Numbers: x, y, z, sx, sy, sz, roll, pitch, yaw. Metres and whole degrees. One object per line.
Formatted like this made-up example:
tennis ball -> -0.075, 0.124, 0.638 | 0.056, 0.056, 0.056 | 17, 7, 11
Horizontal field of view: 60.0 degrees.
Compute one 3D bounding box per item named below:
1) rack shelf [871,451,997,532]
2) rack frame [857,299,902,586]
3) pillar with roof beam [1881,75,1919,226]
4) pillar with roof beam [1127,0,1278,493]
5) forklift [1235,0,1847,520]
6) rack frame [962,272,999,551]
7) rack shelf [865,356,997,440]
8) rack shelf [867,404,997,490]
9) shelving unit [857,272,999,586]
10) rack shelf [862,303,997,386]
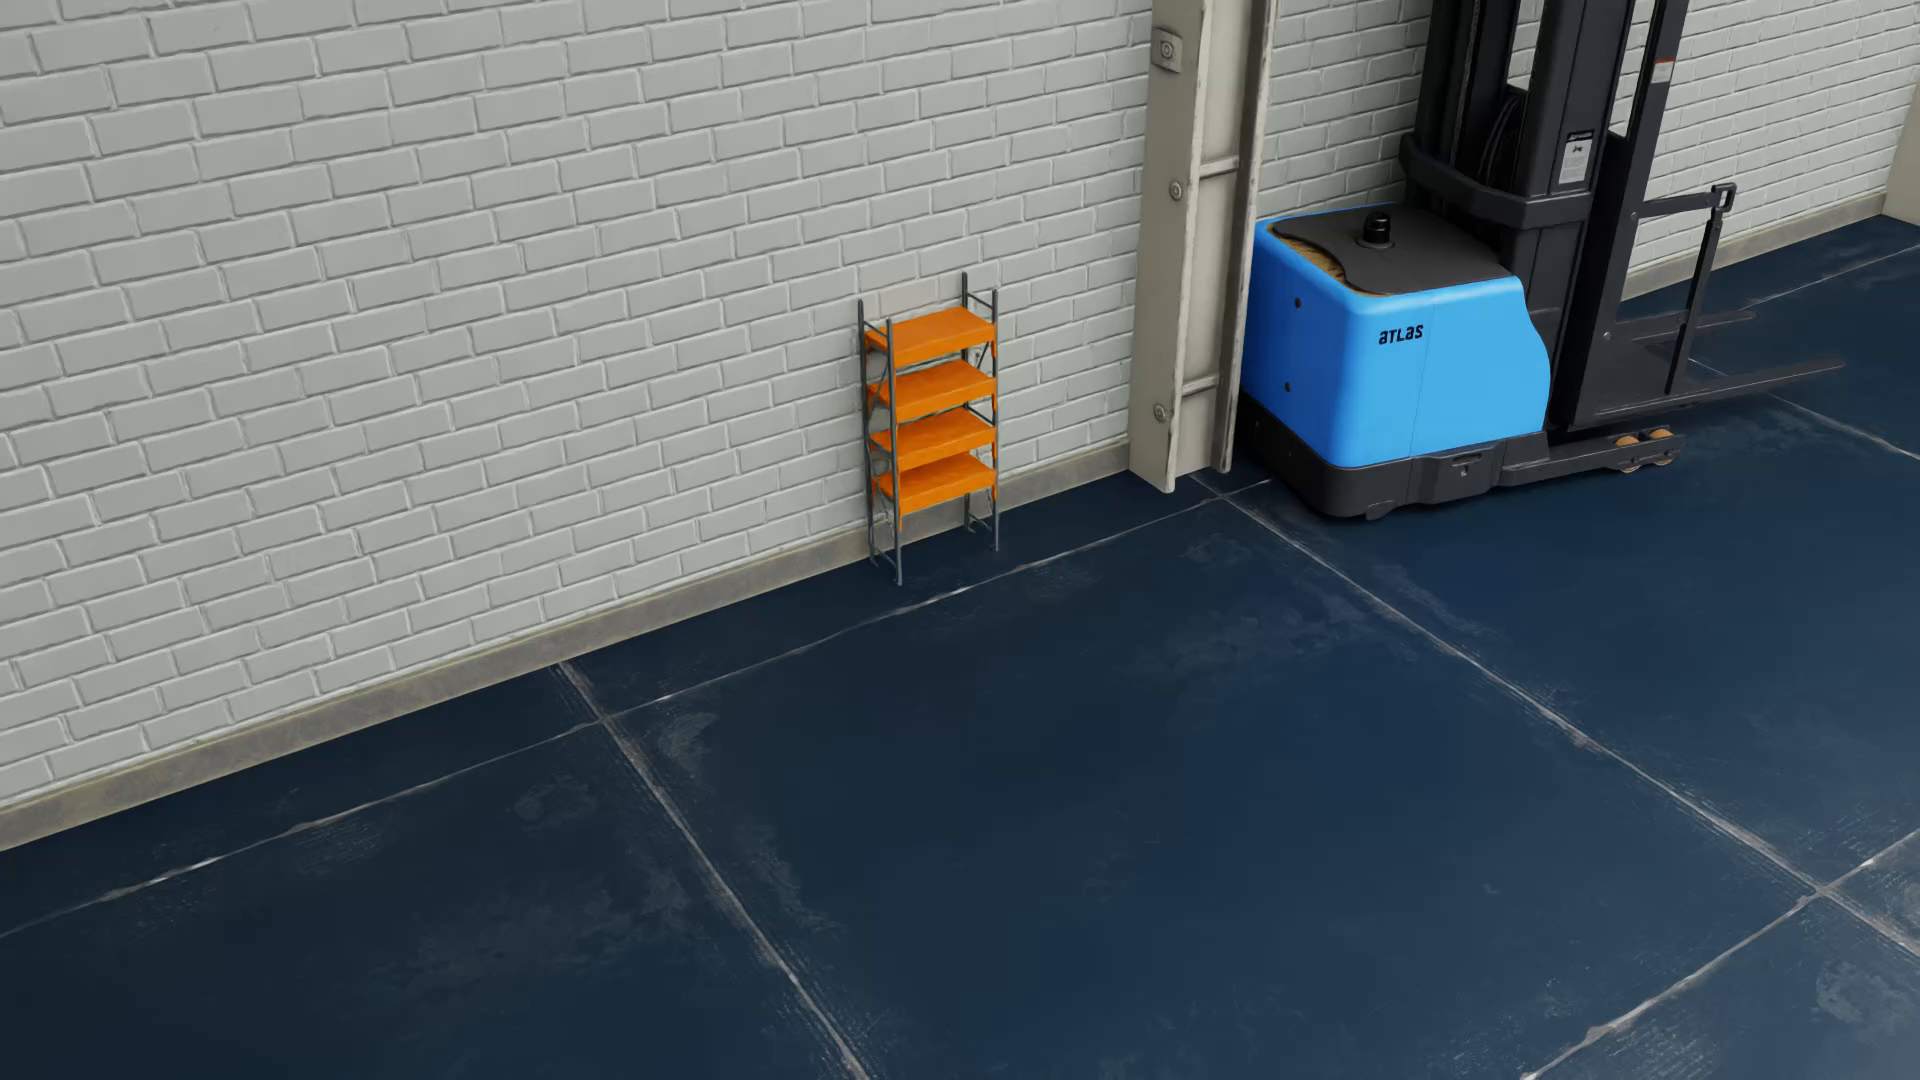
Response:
rack shelf -> -0.114, -0.218, 6.964 | 0.480, 0.148, 0.258 | -19, 36, -28
rack frame -> -0.322, -0.375, 6.713 | 0.015, 1.200, 0.240 | -19, 36, -28
pillar with roof beam -> 8.395, -3.947, 5.073 | 0.400, 9.000, 9.100 | -19, 37, -27
pillar with roof beam -> 3.352, -2.213, 2.324 | 0.400, 9.000, 9.100 | -19, 37, -27
forklift -> 2.850, -1.806, 7.366 | 3.031, 2.935, 1.130 | -11, 34, -17
rack frame -> 0.086, -0.517, 6.940 | 0.015, 1.200, 0.240 | -19, 36, -28
rack shelf -> -0.120, -0.580, 6.746 | 0.480, 0.148, 0.258 | -19, 36, -28
rack shelf -> -0.117, -0.388, 6.861 | 0.480, 0.148, 0.258 | -19, 36, -28
shelving unit -> -0.118, -0.446, 6.826 | 0.503, 1.200, 0.258 | -19, 36, -28
rack shelf -> -0.123, -0.782, 6.623 | 0.480, 0.148, 0.258 | -19, 36, -28
